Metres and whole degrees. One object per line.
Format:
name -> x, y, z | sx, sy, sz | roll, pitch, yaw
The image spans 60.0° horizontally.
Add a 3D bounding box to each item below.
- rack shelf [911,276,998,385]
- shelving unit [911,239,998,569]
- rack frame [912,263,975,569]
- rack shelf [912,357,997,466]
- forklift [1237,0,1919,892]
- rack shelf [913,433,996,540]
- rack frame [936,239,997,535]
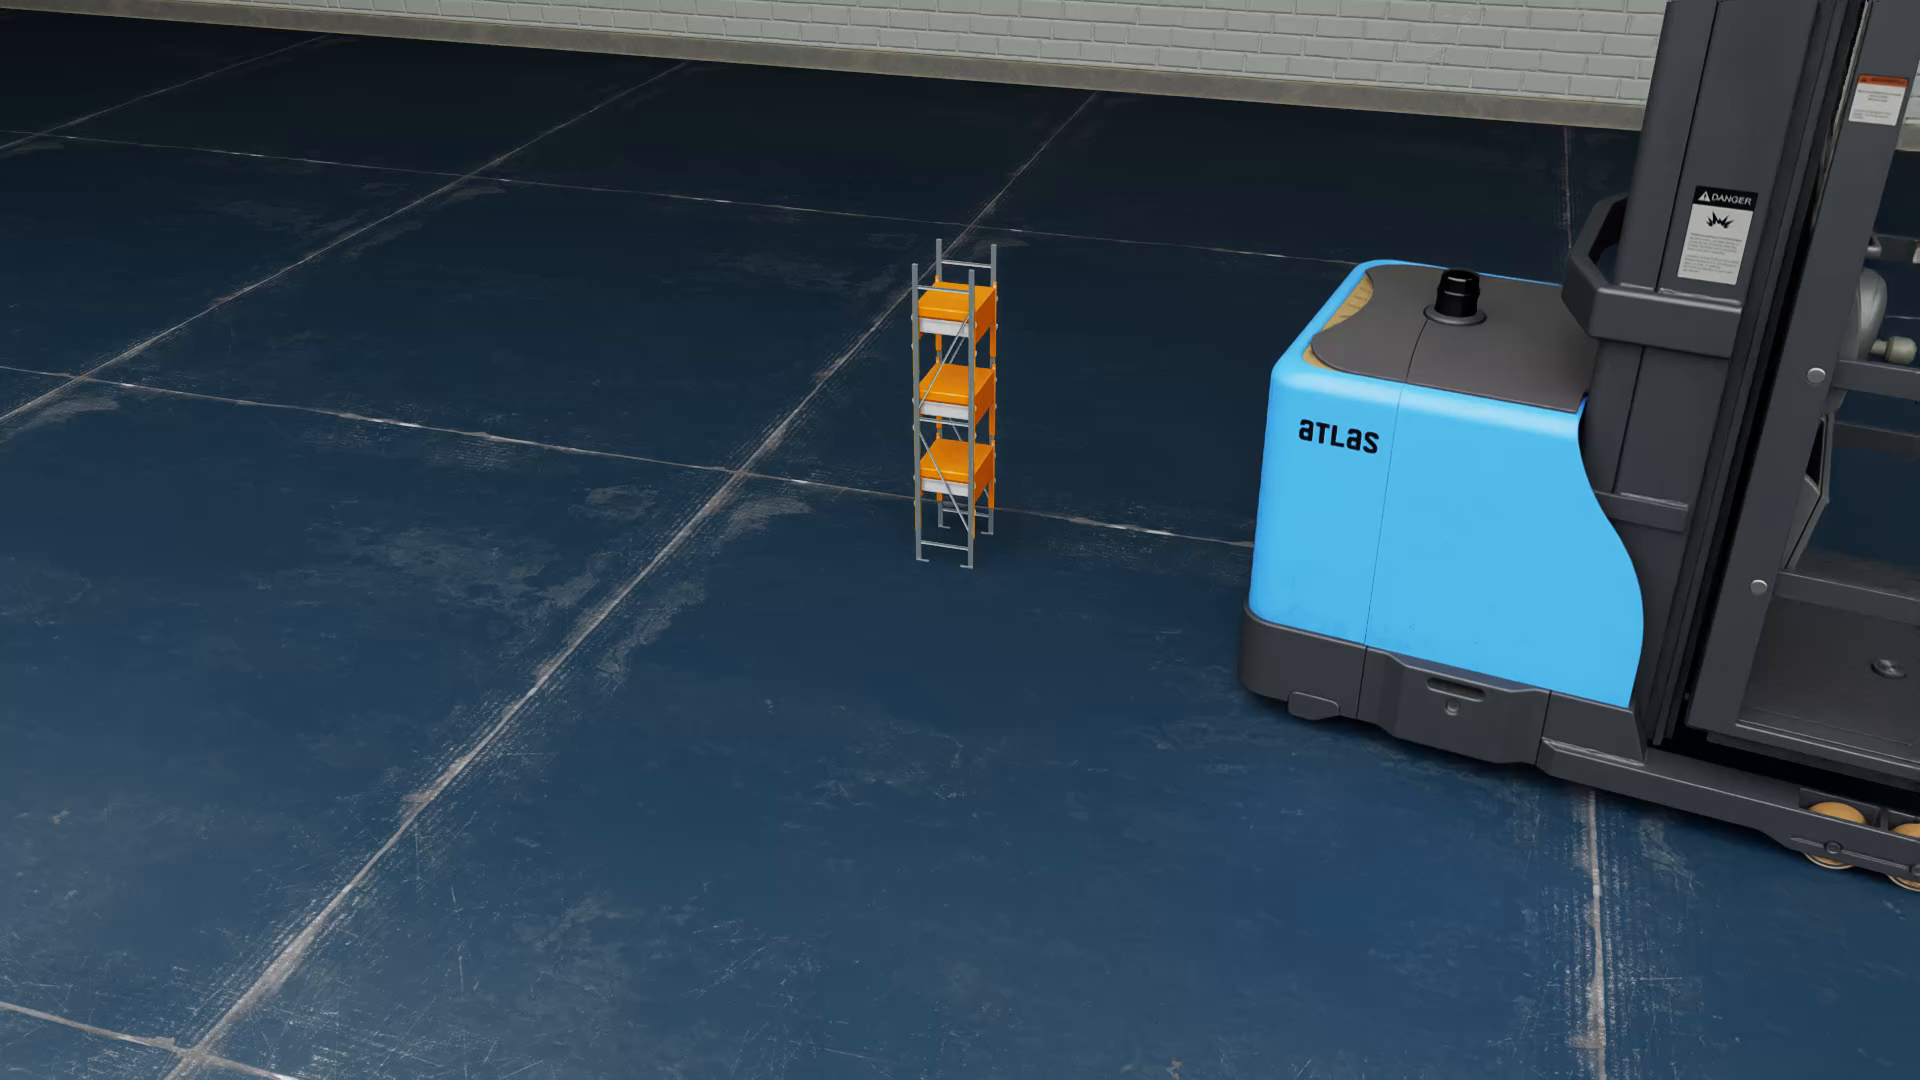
rack shelf -> -0.016, -0.673, 5.317 | 0.215, 0.259, 0.240 | 8, 30, 15
shelving unit -> -0.016, -0.434, 5.450 | 0.215, 1.050, 0.252 | 8, 30, 15
rack frame -> -0.052, -0.377, 5.348 | 0.200, 1.050, 0.008 | 8, 30, 15
rack shelf -> -0.016, -0.425, 5.455 | 0.215, 0.259, 0.240 | 8, 30, 15
forklift -> 2.368, -0.697, 3.987 | 3.031, 2.935, 1.130 | 13, 32, 23
rack shelf -> -0.016, -0.182, 5.590 | 0.215, 0.259, 0.240 | 8, 30, 15
rack frame -> 0.020, -0.491, 5.552 | 0.200, 1.050, 0.008 | 8, 30, 15
